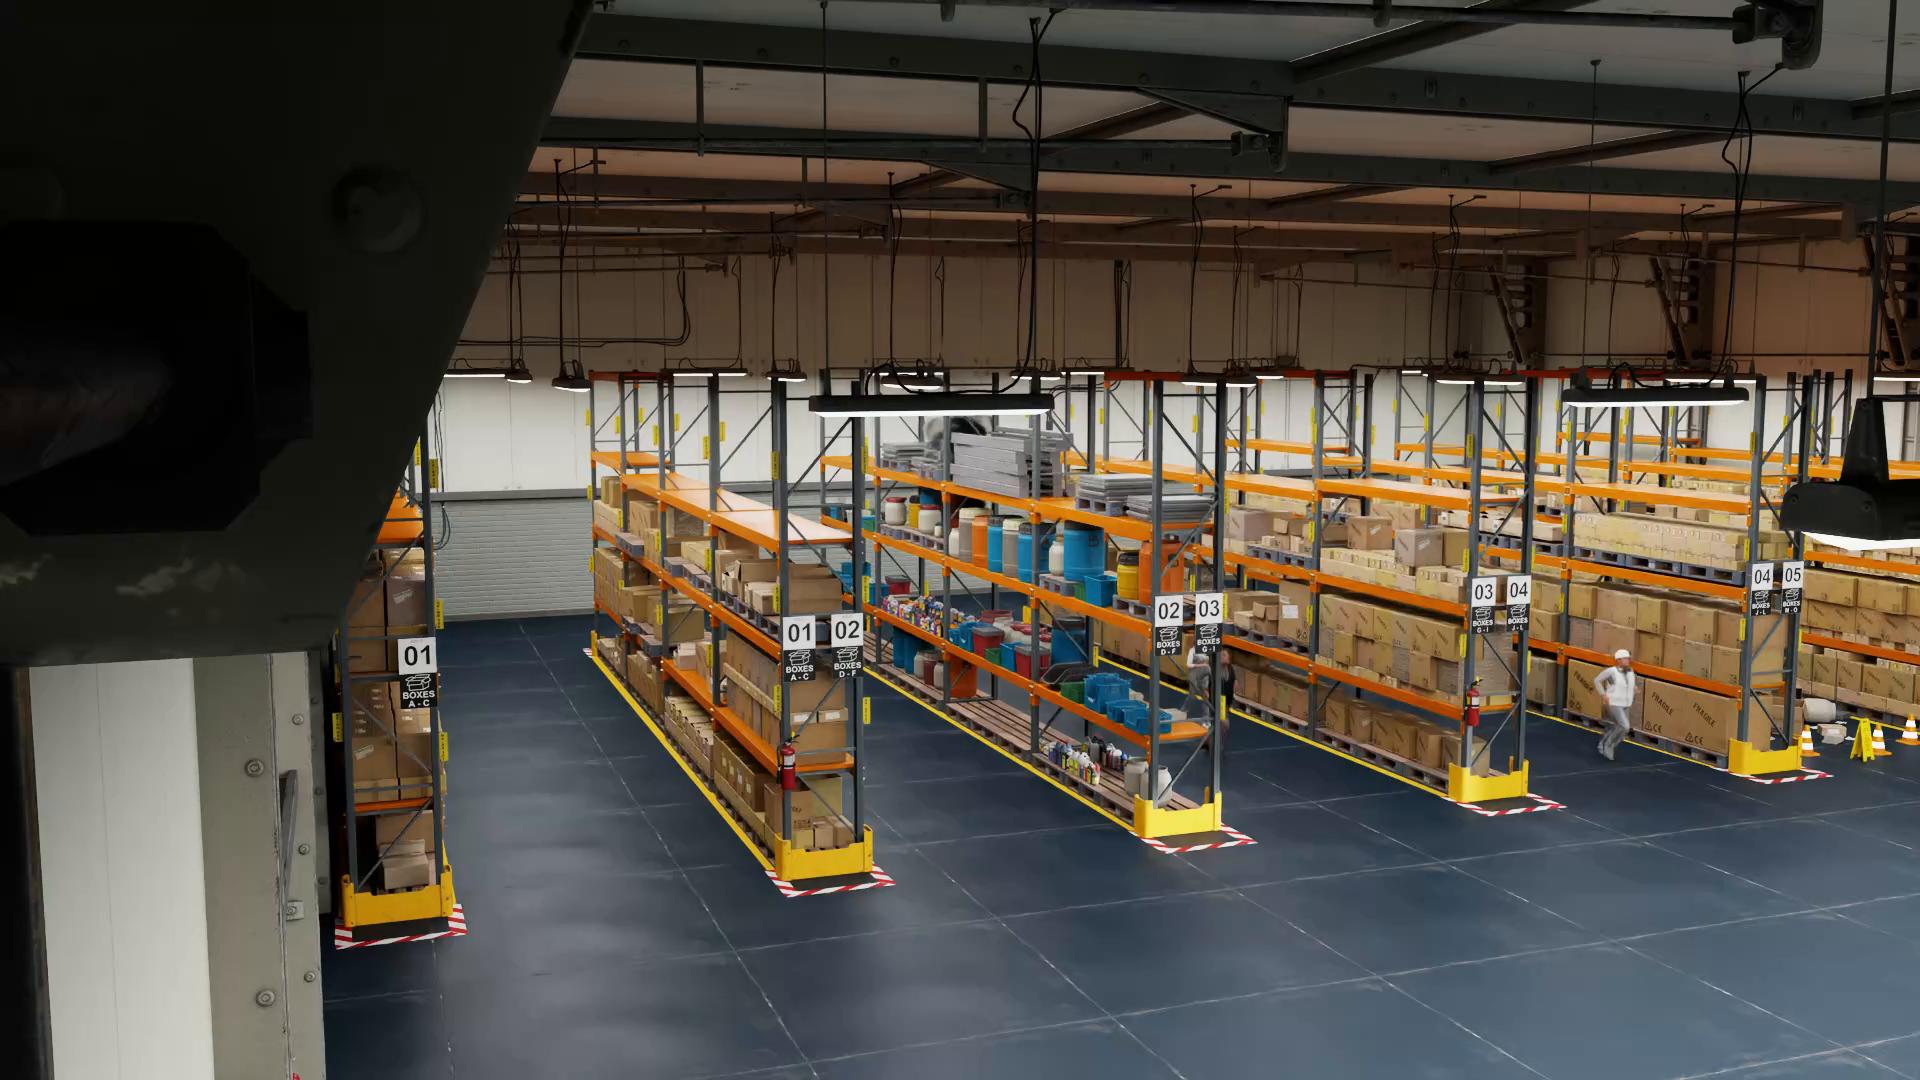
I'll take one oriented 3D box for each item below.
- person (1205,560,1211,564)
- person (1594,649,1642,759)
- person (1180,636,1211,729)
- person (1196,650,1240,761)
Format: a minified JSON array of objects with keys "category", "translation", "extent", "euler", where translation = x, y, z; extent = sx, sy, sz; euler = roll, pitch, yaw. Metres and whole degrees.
[{"category":"person","translation":[5.639,1.275,38.183],"extent":[0.610,1.646,0.872],"euler":[-2,7,-21]},{"category":"person","translation":[10.287,2.560,25.949],"extent":[0.652,1.730,0.701],"euler":[-3,7,-26]},{"category":"person","translation":[4.014,2.388,28.168],"extent":[0.565,1.617,0.778],"euler":[-4,7,-31]},{"category":"person","translation":[4.082,2.579,26.131],"extent":[0.641,1.742,0.771],"euler":[-4,8,-33]}]
